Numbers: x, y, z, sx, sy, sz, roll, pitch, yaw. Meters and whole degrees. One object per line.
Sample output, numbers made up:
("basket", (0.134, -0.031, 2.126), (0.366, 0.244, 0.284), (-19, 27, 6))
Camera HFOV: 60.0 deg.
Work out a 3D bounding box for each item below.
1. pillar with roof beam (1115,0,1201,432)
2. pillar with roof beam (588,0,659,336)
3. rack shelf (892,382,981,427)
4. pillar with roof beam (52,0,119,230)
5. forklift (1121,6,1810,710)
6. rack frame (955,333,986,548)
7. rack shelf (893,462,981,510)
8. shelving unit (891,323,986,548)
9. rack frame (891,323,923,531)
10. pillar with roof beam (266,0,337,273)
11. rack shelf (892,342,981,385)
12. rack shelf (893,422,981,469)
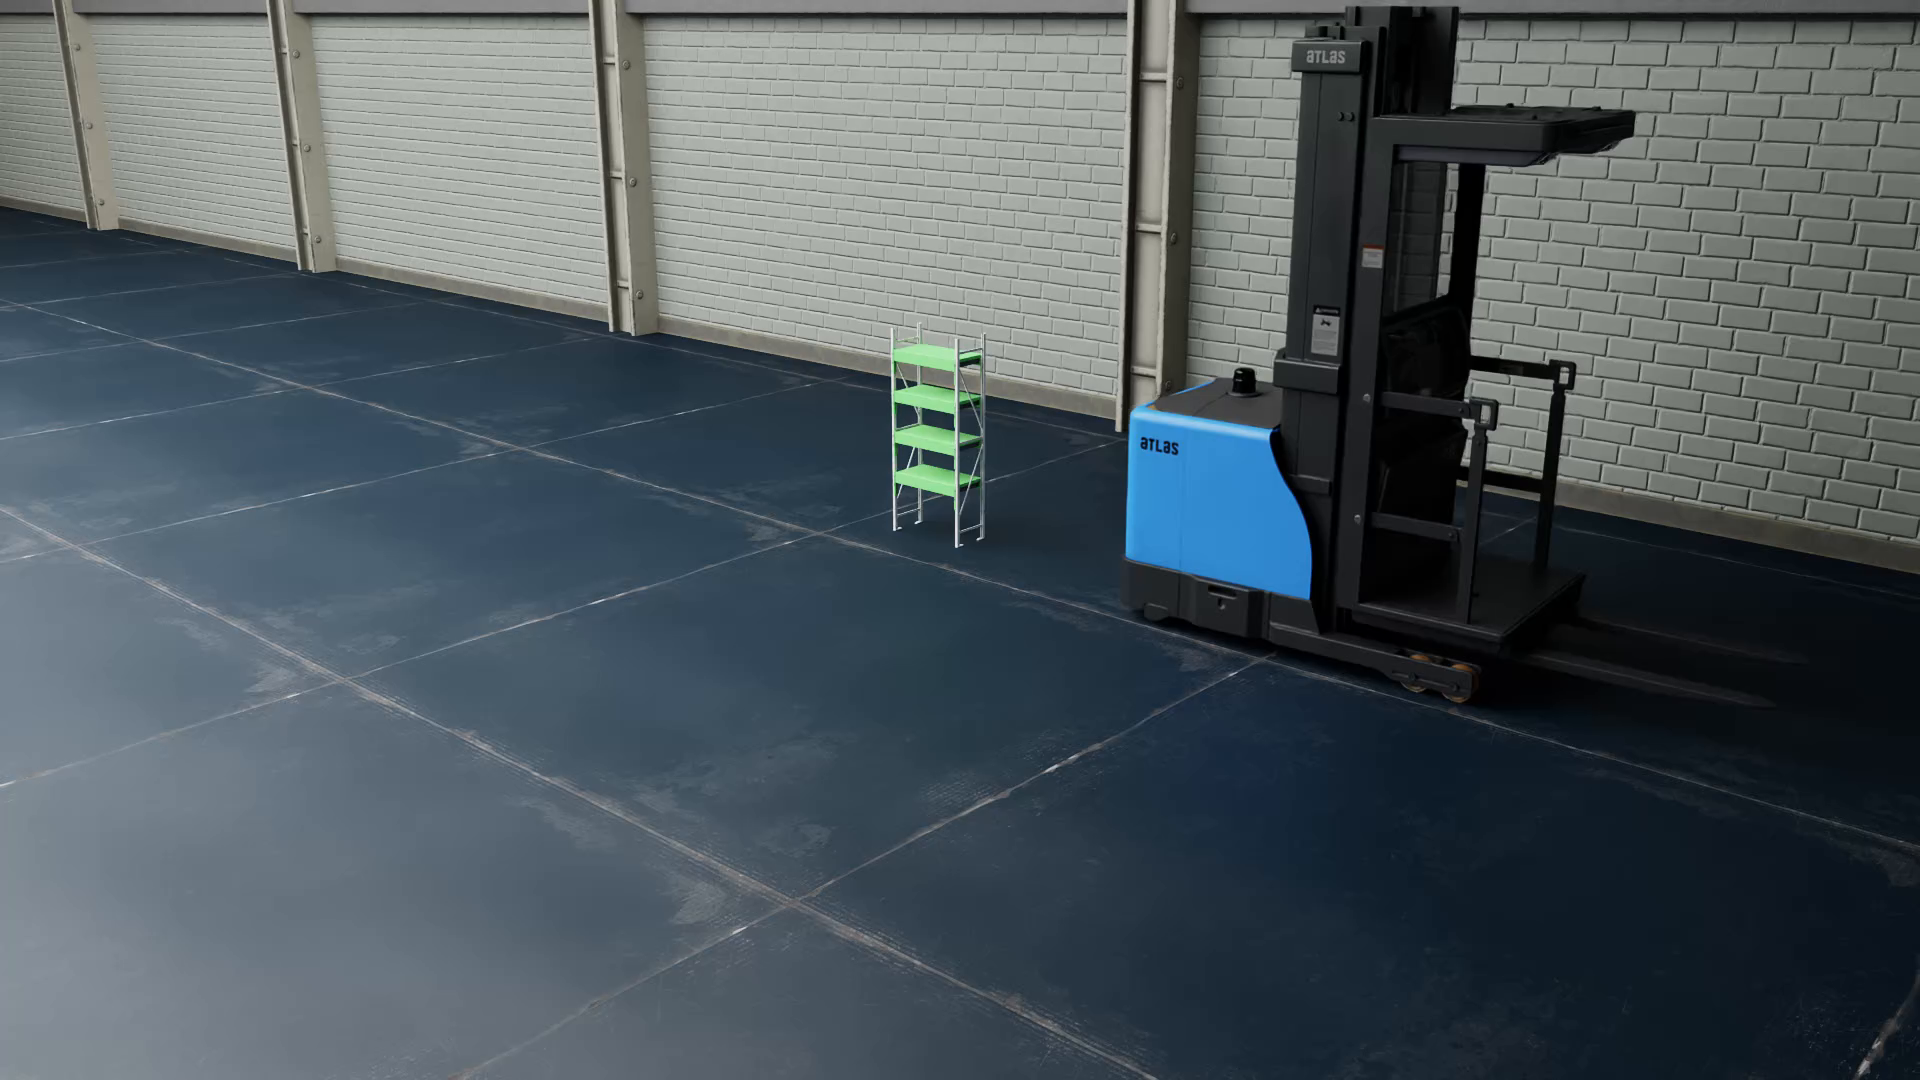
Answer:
("pillar with roof beam", (-1.479, -4.106, 7.673), (0.400, 9.000, 9.100), (15, 23, 39))
("pillar with roof beam", (-5.966, -5.311, 11.469), (0.400, 9.000, 9.100), (15, 23, 39))
("rack shelf", (-0.124, -0.773, 9.482), (0.480, 0.148, 0.258), (15, 23, 39))
("pillar with roof beam", (-14.942, -7.720, 19.061), (0.400, 9.000, 9.100), (15, 23, 39))
("forklift", (2.290, -0.860, 7.477), (3.031, 2.935, 1.130), (13, 22, 35))
("rack frame", (0.059, -0.556, 9.381), (0.015, 1.200, 0.240), (15, 23, 39))
("rack shelf", (-0.124, -0.315, 9.627), (0.480, 0.148, 0.258), (15, 23, 39))
("shelving unit", (-0.124, -0.605, 9.535), (0.503, 1.200, 0.258), (15, 23, 39))
("rack frame", (-0.306, -0.654, 9.689), (0.015, 1.200, 0.240), (15, 23, 39))
("pillar with roof beam", (-10.454, -6.515, 15.265), (0.400, 9.000, 9.100), (15, 23, 39))
("rack shelf", (-0.124, -1.002, 9.409), (0.480, 0.148, 0.258), (15, 23, 39))
("rack shelf", (-0.124, -0.544, 9.554), (0.480, 0.148, 0.258), (15, 23, 39))
